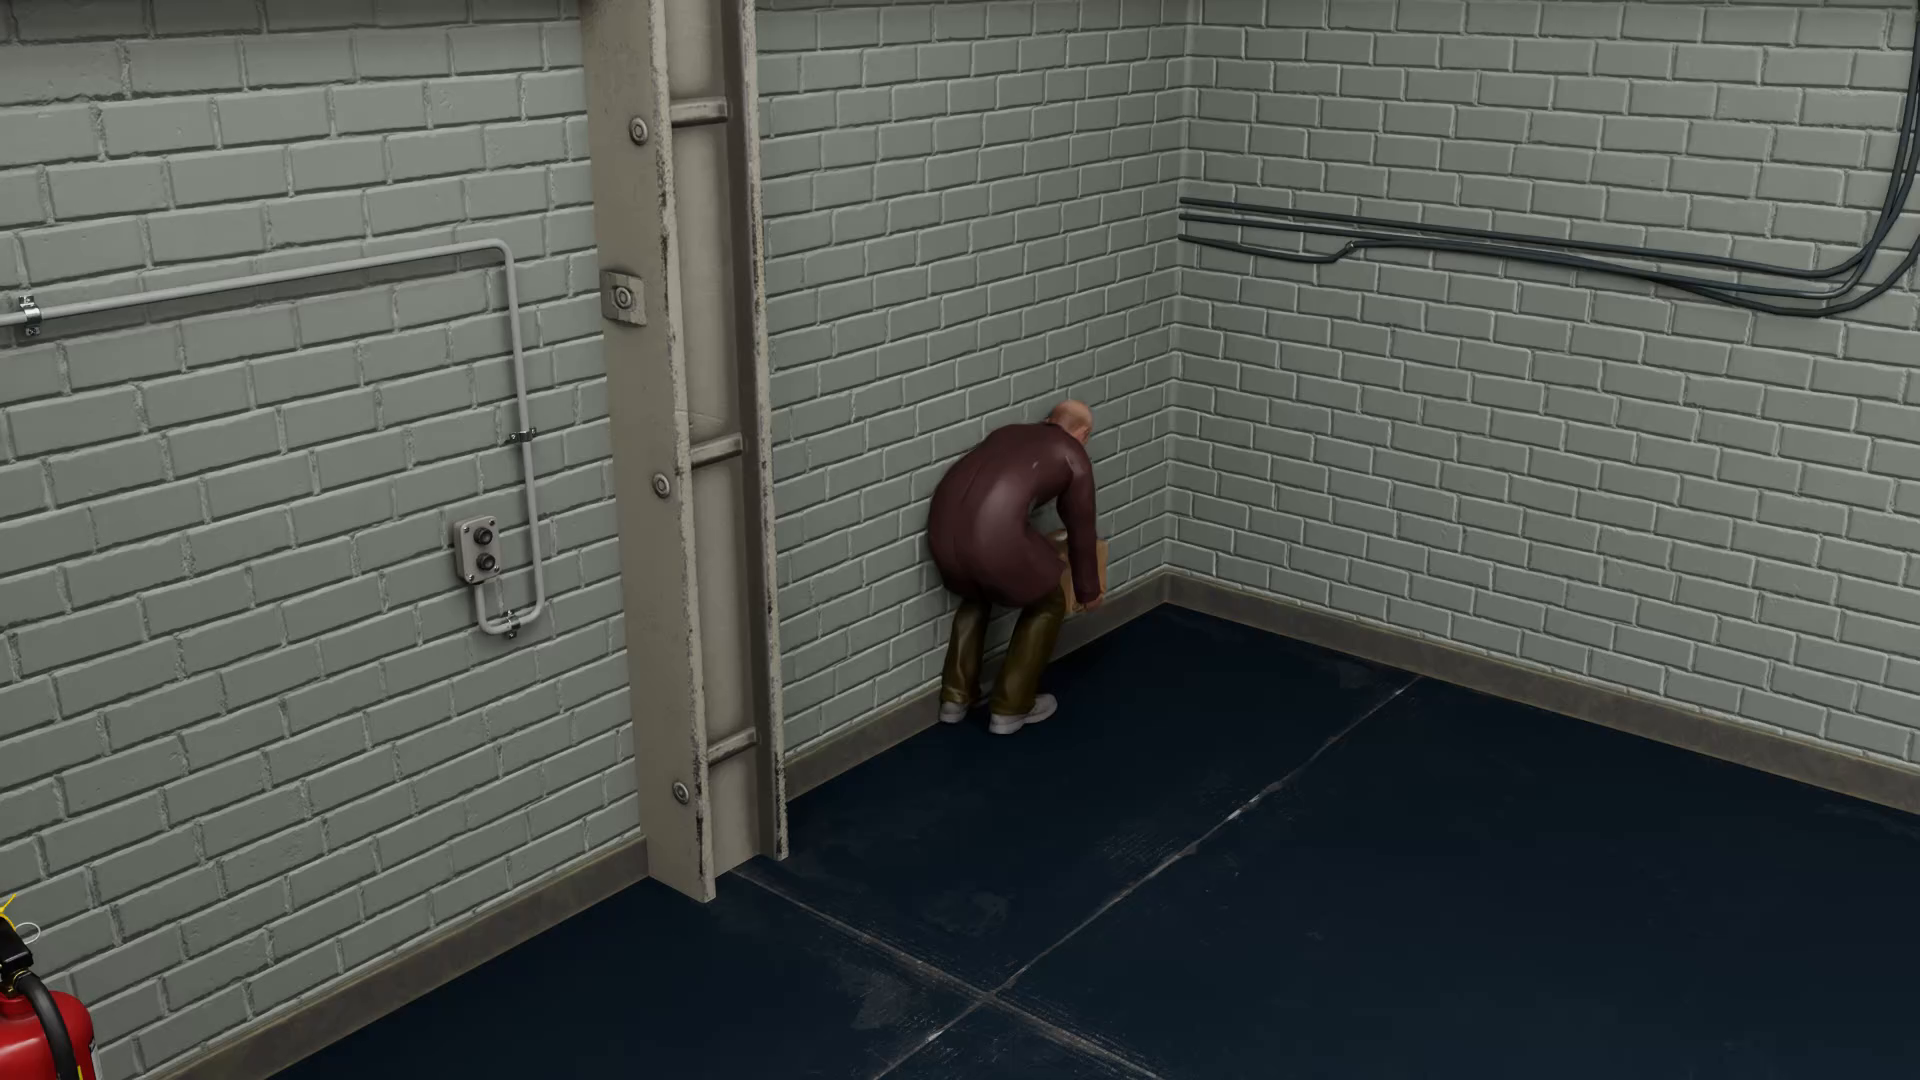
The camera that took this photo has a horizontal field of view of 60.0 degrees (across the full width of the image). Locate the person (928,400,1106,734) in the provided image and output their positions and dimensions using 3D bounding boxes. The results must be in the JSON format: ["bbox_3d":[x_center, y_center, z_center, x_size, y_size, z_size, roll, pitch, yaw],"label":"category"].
[{"bbox_3d":[0.246,0.124,6.664,0.574,1.157,0.928,14,24,34],"label":"person"}]
